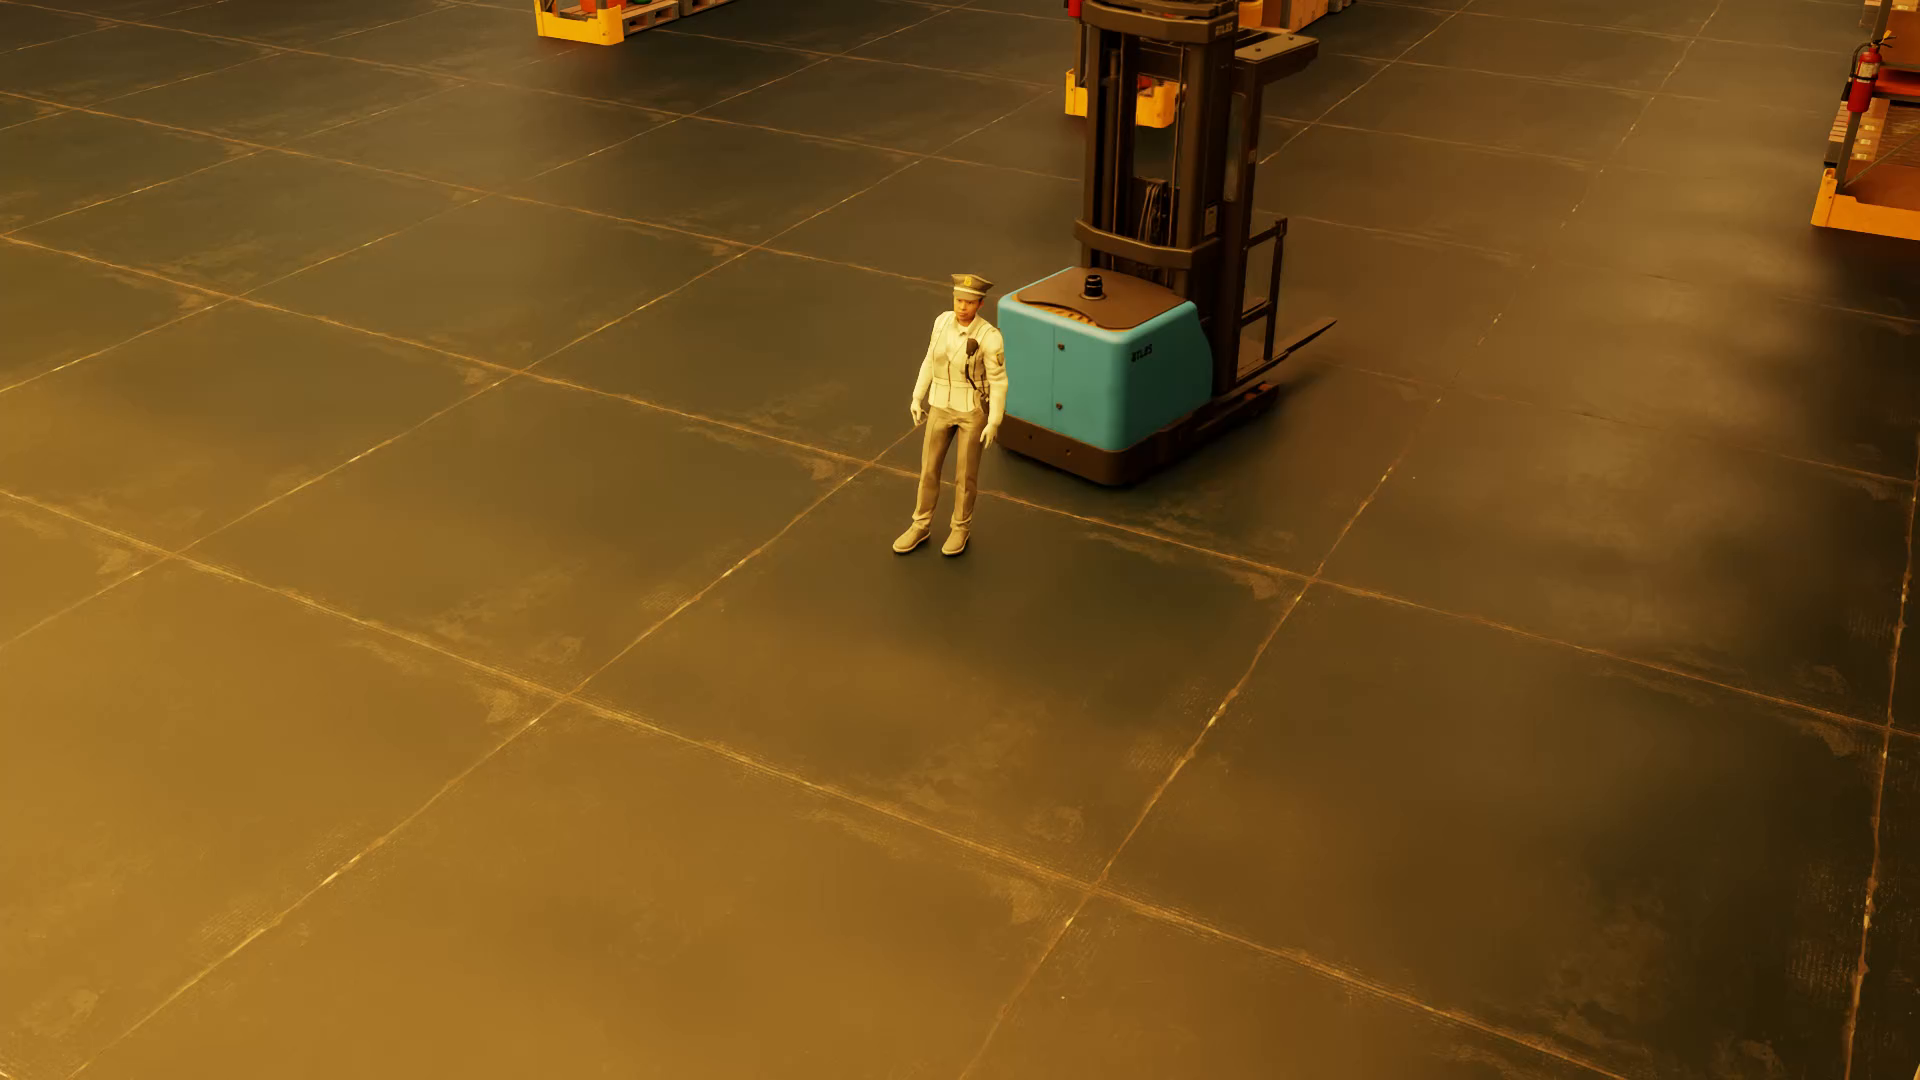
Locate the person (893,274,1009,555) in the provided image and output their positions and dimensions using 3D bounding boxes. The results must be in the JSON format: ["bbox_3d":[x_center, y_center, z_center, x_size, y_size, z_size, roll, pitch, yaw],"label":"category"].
[{"bbox_3d":[-0.040,-0.712,9.526,0.586,1.694,0.530,15,33,25],"label":"person"}]

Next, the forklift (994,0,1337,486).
[{"bbox_3d":[1.570,-2.266,10.997,1.130,2.935,3.031,24,37,35],"label":"forklift"}]
